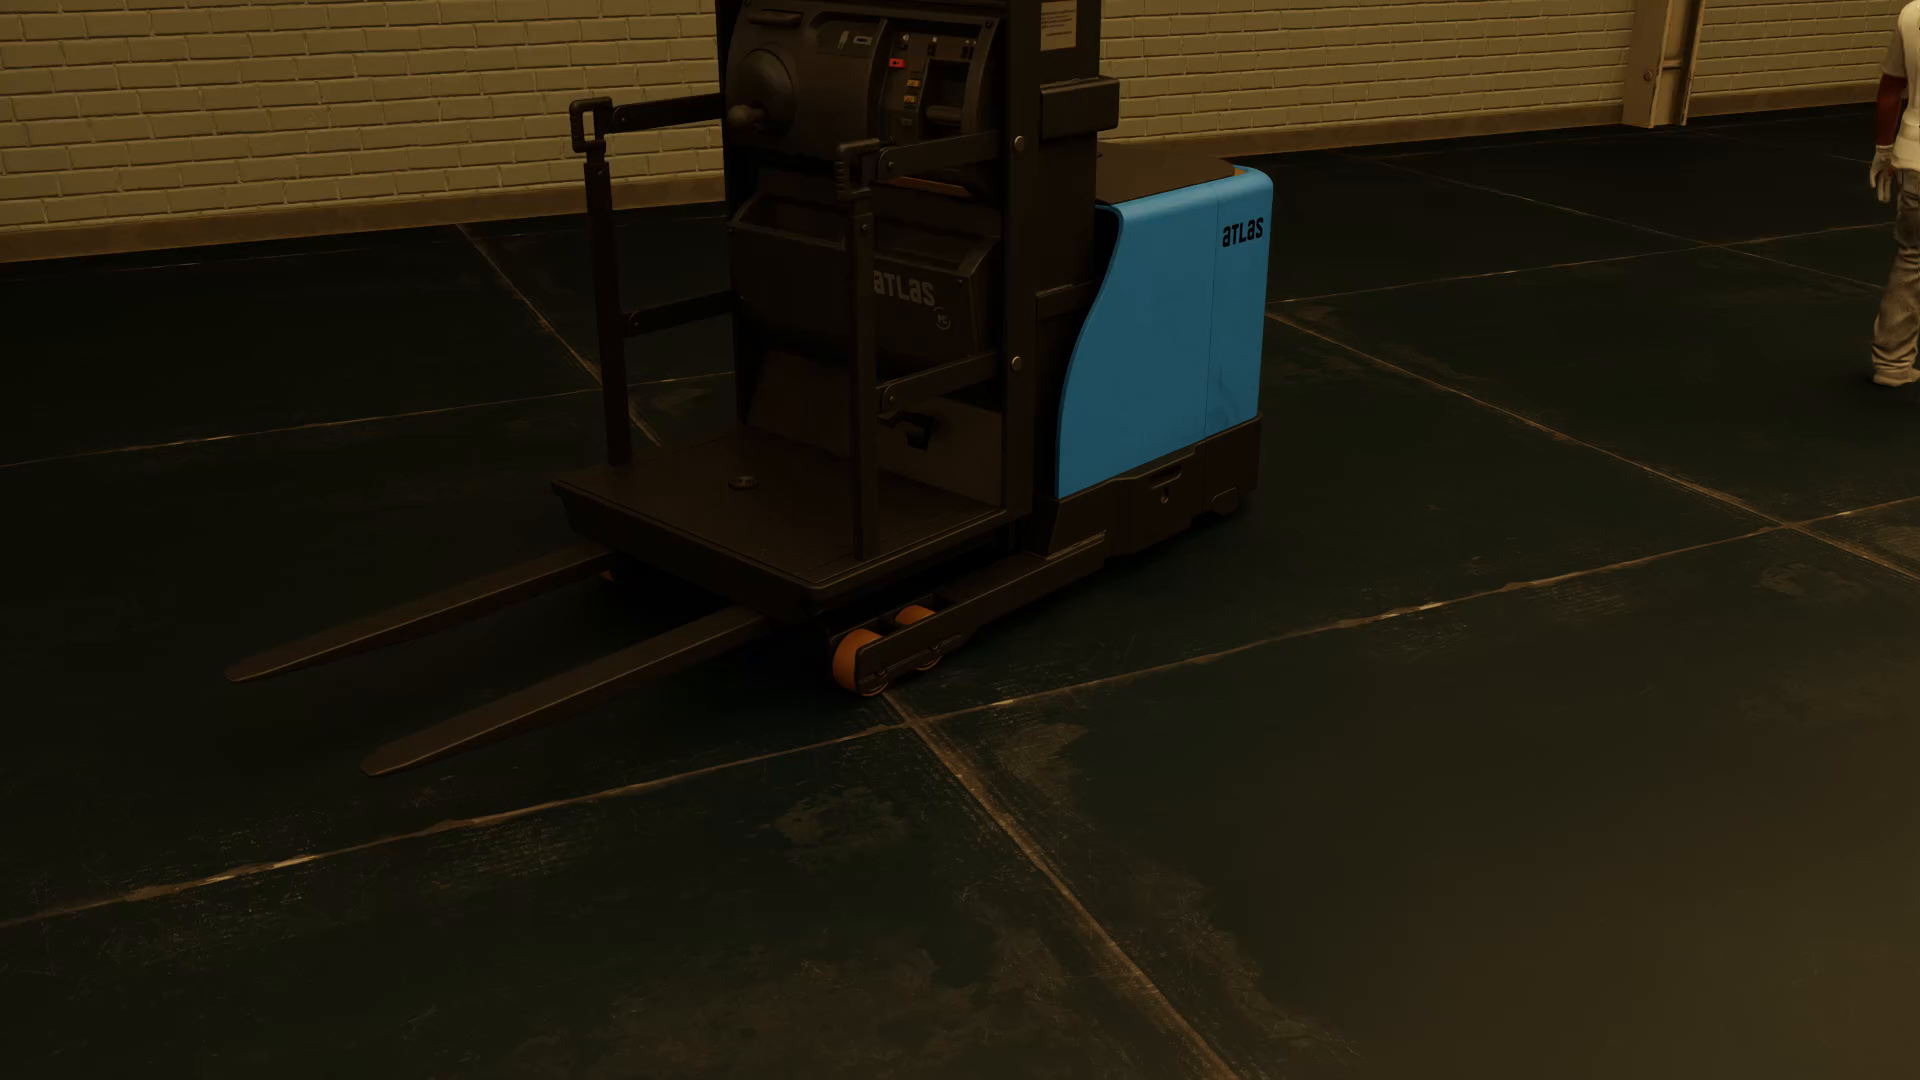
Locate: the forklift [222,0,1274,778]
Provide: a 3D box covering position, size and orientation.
[{"bbox_3d":[-0.413,-1.182,4.131,1.130,2.935,3.031,19,29,39],"label":"forklift"}]

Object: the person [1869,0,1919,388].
[{"bbox_3d":[3.722,-1.381,6.141,0.507,1.804,0.648,-10,25,-23],"label":"person"}]
